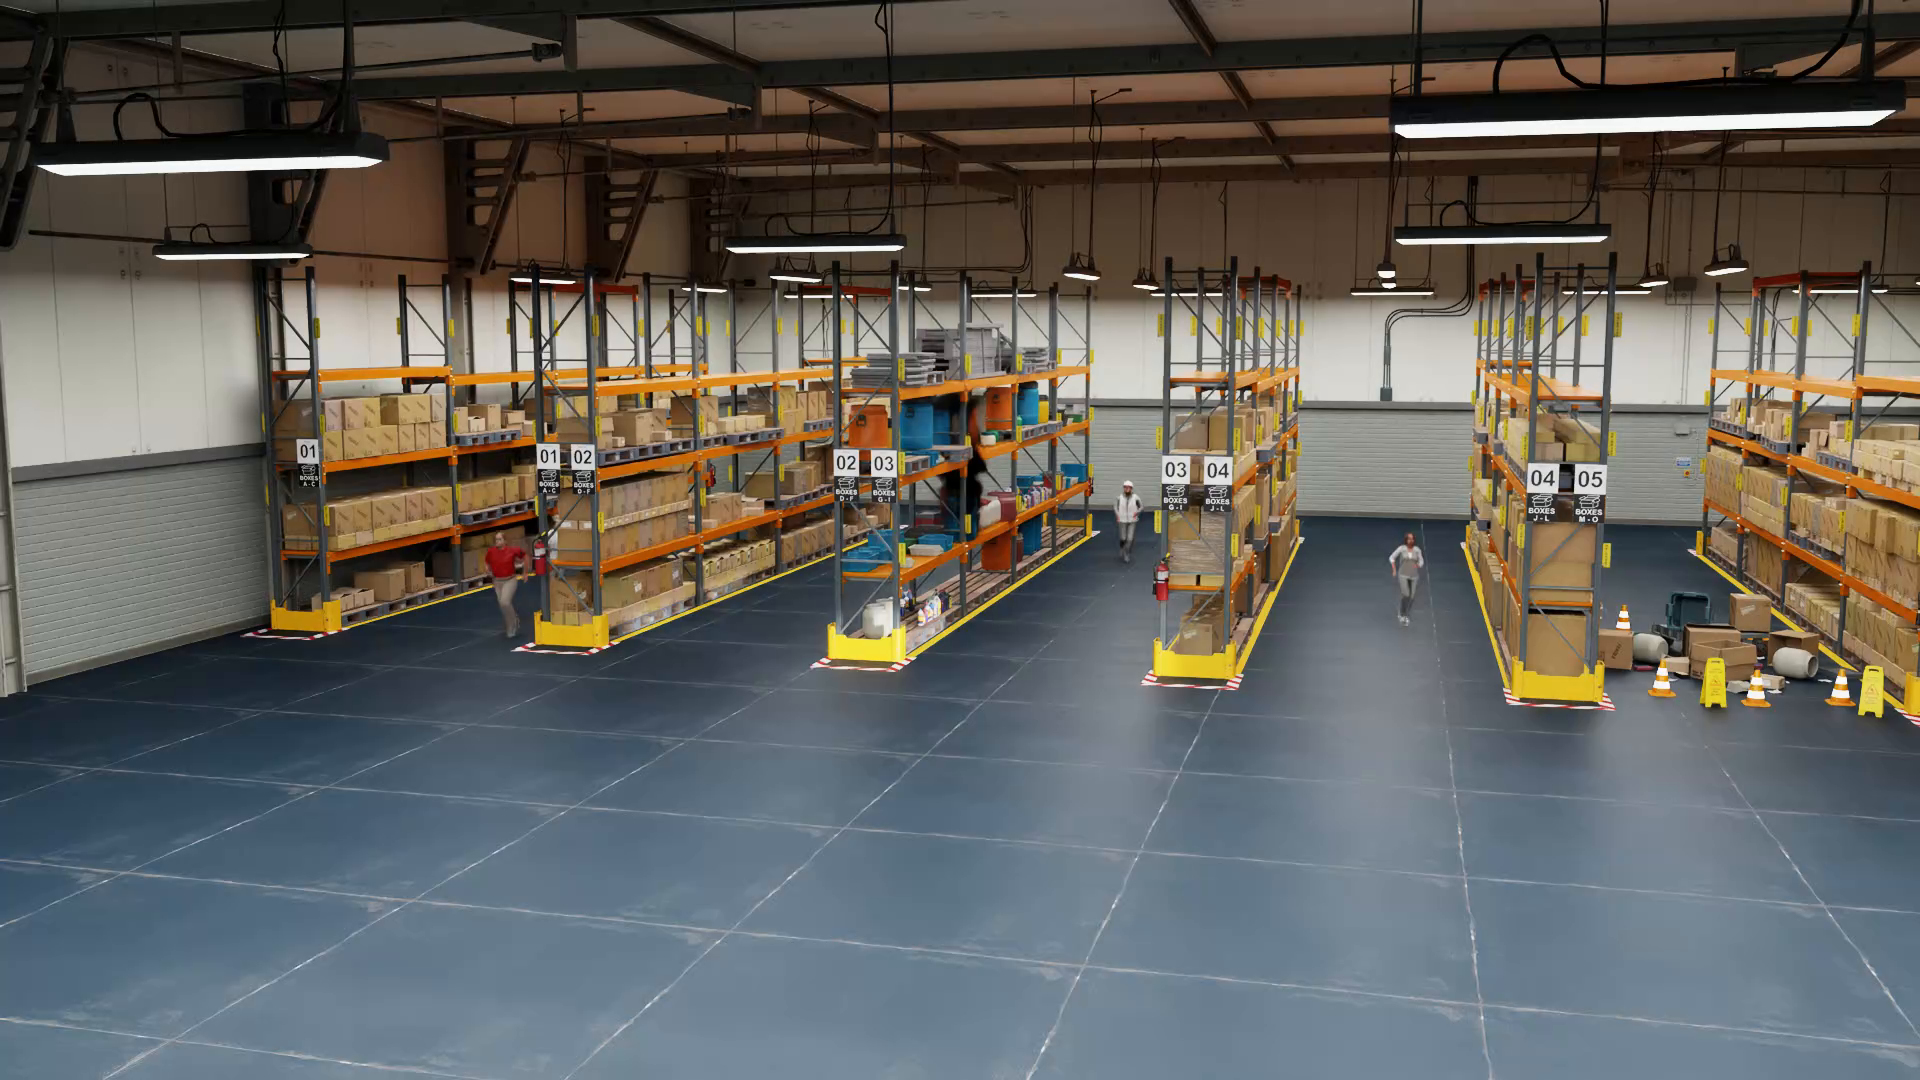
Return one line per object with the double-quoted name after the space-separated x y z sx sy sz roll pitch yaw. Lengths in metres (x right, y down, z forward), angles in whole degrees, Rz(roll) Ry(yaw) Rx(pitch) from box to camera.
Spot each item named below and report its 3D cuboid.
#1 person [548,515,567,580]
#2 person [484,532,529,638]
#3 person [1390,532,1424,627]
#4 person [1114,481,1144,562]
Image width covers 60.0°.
-7.274 0.354 30.221 0.562 1.655 0.589 0 7 2 "person"
-7.435 0.742 27.197 0.667 1.767 0.829 2 8 16 "person"
7.537 0.663 27.992 0.505 1.592 0.662 0 7 -2 "person"
3.633 -0.402 35.880 0.651 1.743 0.607 1 7 8 "person"
